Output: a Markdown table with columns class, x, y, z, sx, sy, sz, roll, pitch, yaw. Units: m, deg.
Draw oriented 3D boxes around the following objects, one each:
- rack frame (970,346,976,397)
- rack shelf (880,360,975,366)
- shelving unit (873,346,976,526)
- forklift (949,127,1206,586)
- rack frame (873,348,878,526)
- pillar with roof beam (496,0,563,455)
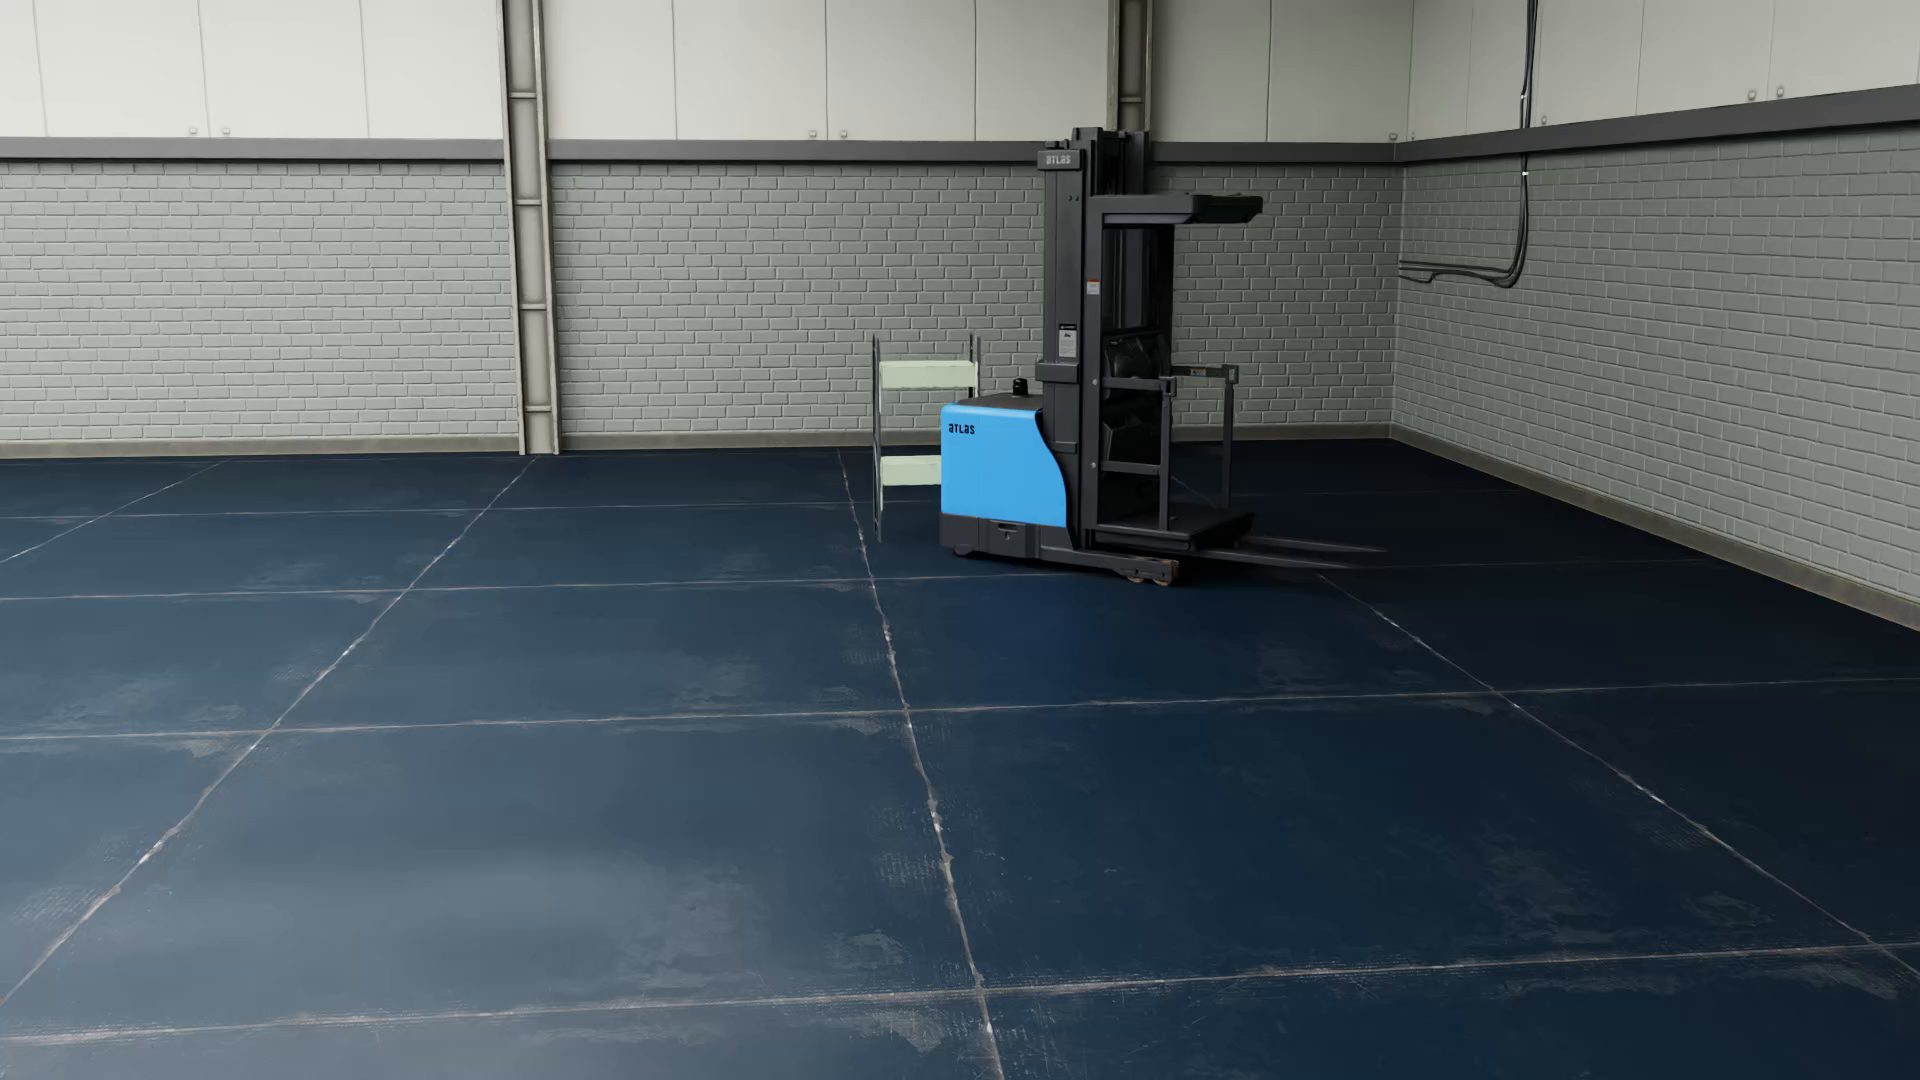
| class | x | y | z | sx | sy | sz | roll | pitch | yaw |
| --- | --- | --- | --- | --- | --- | --- | --- | --- | --- |
| rack frame | 0.108 | -0.775 | 12.423 | 0.010 | 1.308 | 0.380 | -2 | 11 | -8 |
| rack shelf | -0.254 | -1.279 | 12.271 | 0.686 | 0.052 | 0.368 | -2 | 11 | -8 |
| shelving unit | -0.255 | -0.765 | 12.374 | 0.742 | 1.308 | 0.380 | -2 | 11 | -8 |
| forklift | 1.364 | -1.254 | 11.149 | 3.031 | 2.935 | 1.109 | 7 | 13 | 32 |
| rack frame | -0.617 | -0.756 | 12.324 | 0.010 | 1.308 | 0.380 | -2 | 11 | -8 |
| pillar with roof beam | -3.788 | -4.481 | 11.833 | 0.400 | 9.000 | 9.100 | -1 | 11 | -6 |
